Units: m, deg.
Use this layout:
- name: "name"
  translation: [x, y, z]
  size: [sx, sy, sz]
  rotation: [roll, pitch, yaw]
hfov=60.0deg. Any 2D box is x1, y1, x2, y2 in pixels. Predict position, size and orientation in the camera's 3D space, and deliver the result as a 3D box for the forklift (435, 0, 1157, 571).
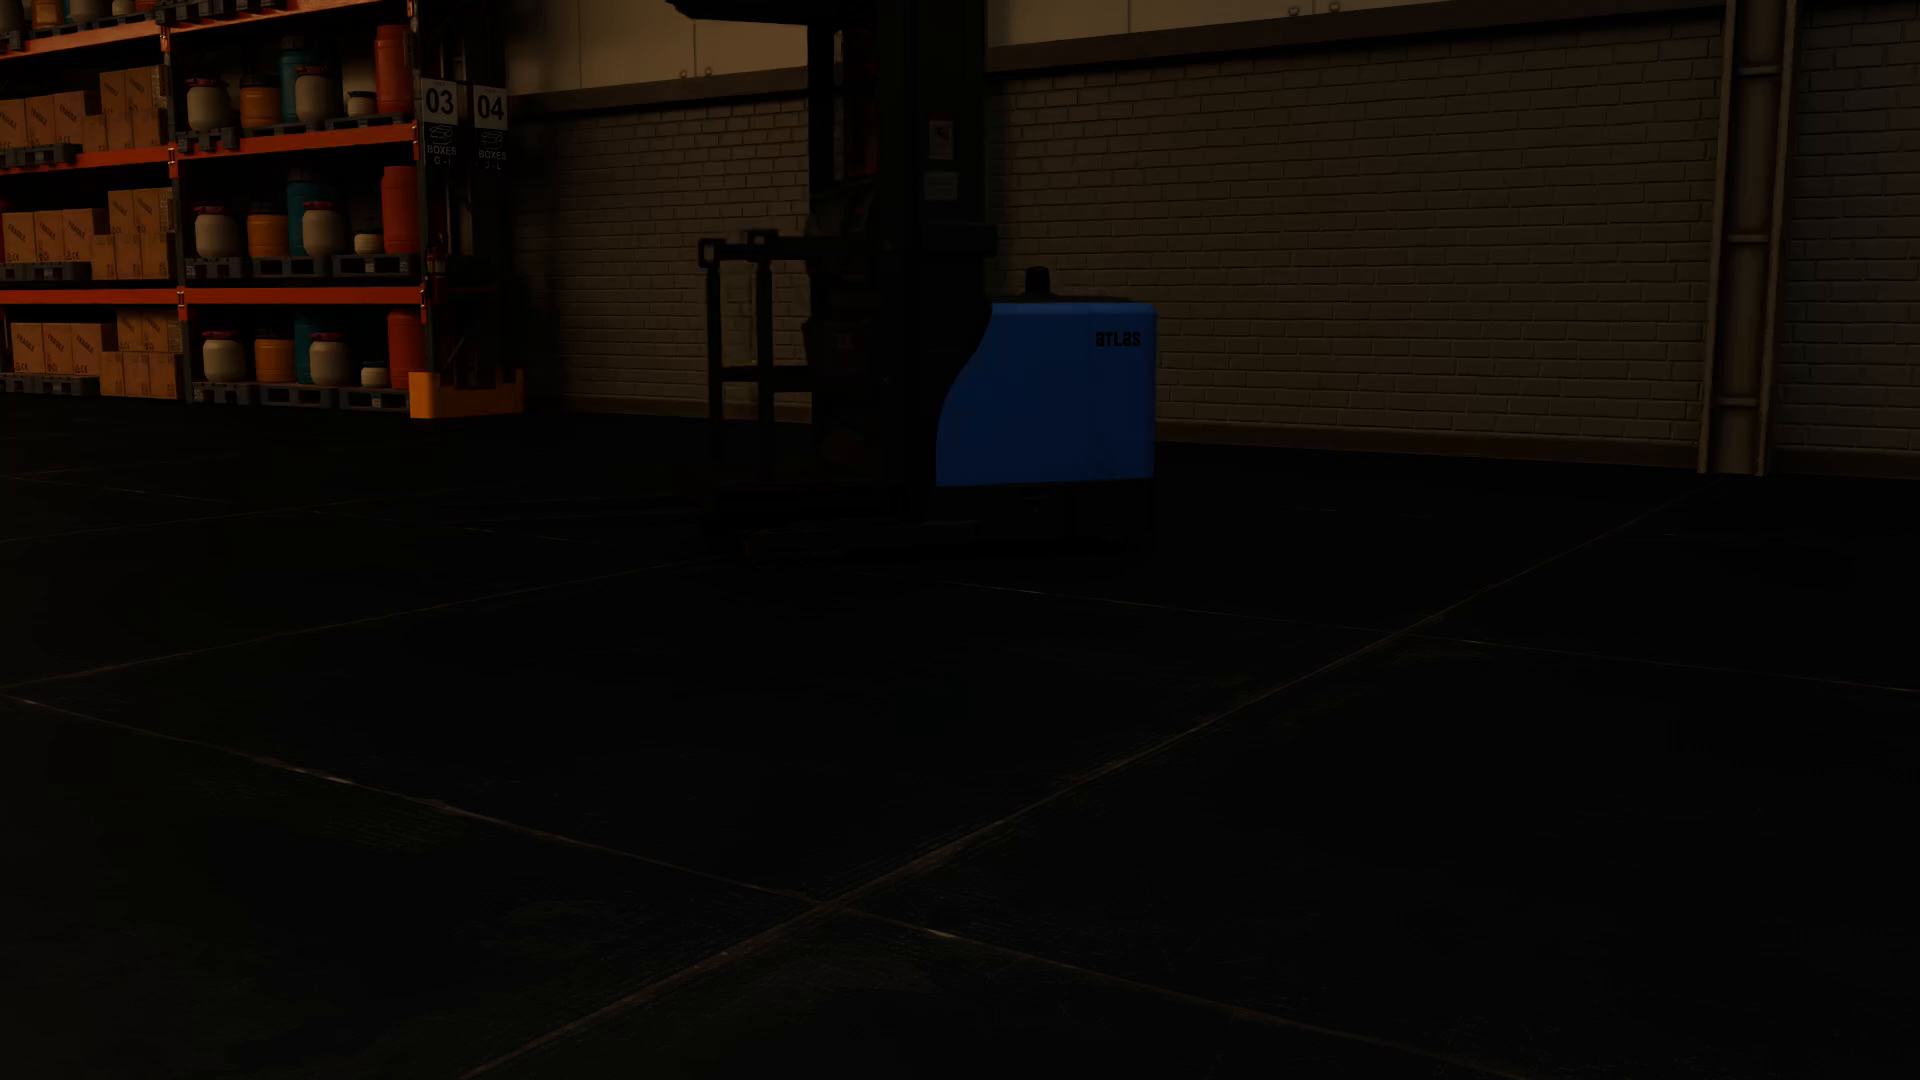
- name: "forklift"
  translation: [-0.700, -1.411, 7.113]
  size: [3.031, 2.935, 1.130]
  rotation: [-3, 9, -20]
